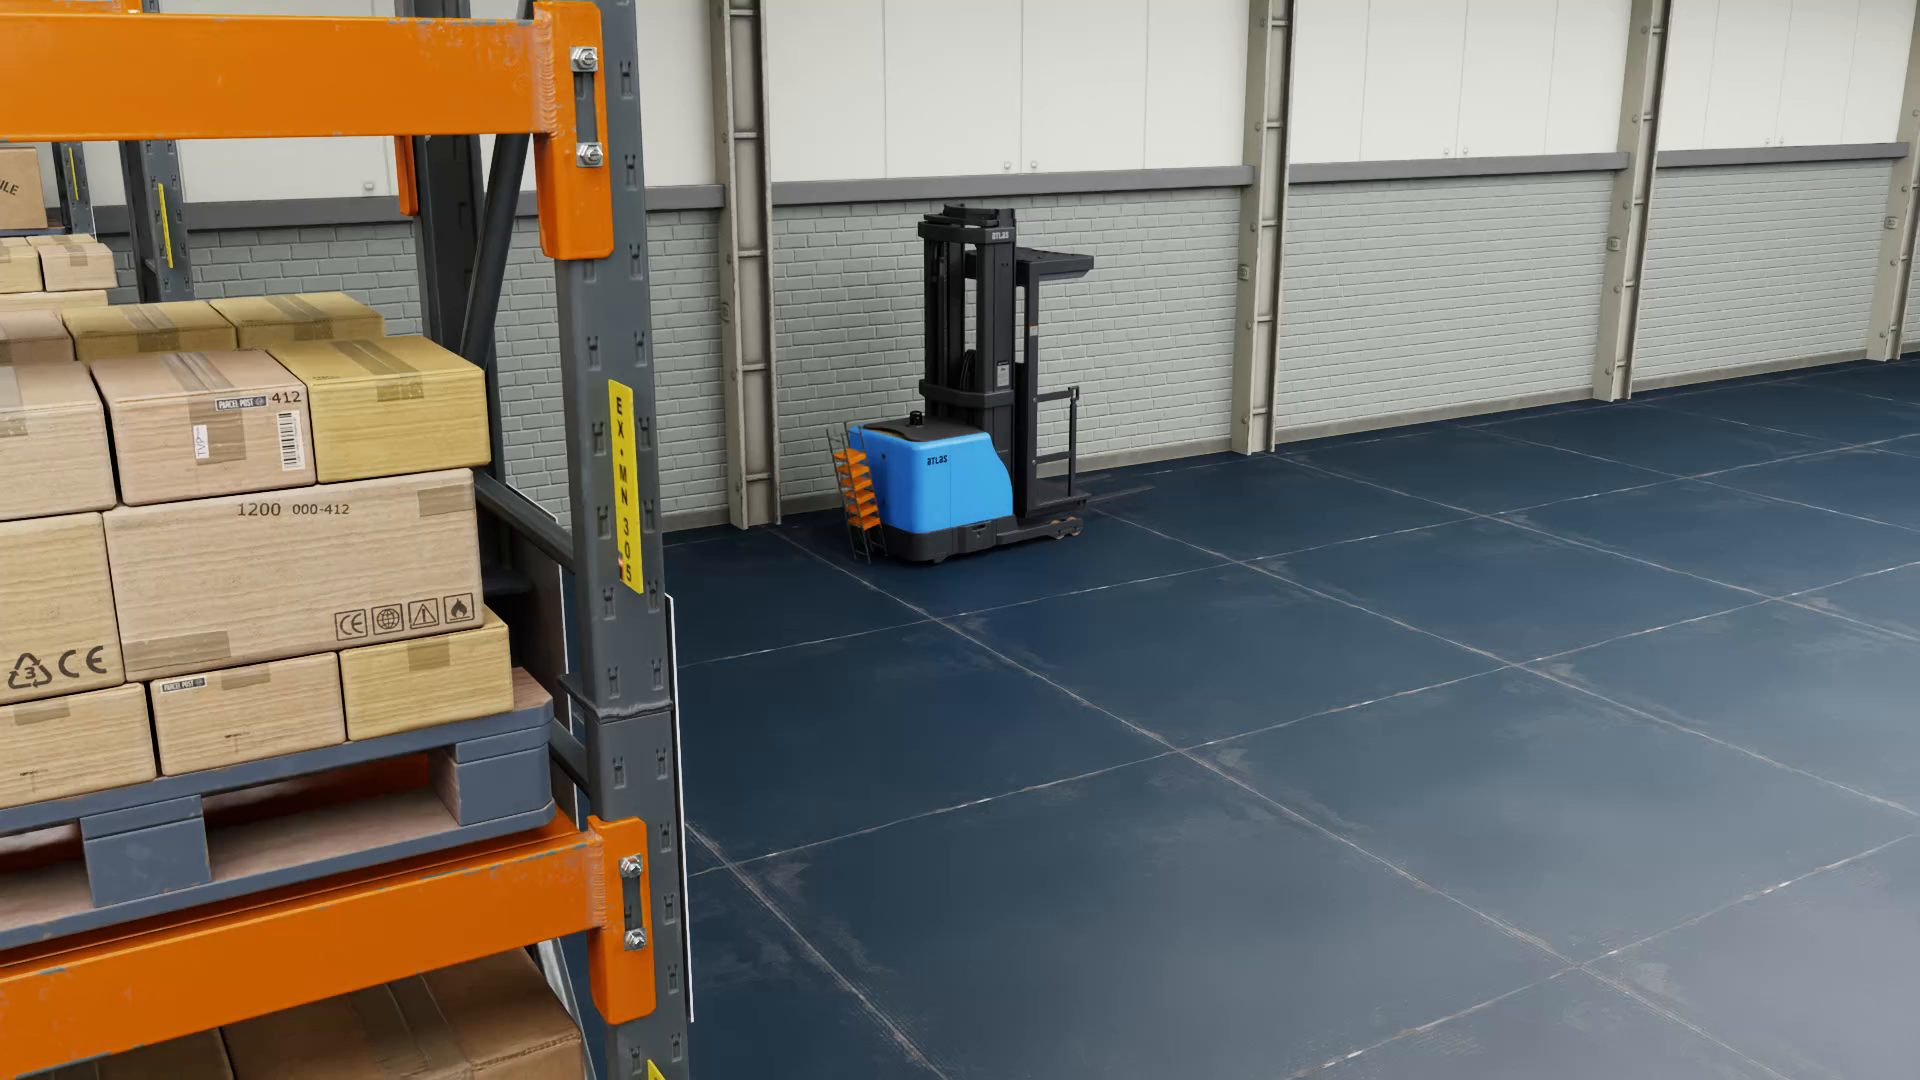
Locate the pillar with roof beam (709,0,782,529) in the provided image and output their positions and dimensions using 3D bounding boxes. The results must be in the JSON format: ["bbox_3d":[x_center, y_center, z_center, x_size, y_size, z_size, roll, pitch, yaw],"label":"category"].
[{"bbox_3d":[0.313,-3.496,10.708,0.400,9.000,9.100,-9,18,-30],"label":"pillar with roof beam"}]

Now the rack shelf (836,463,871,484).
[{"bbox_3d":[-0.903,-0.570,13.989,0.180,0.103,0.258,-26,28,-31],"label":"rack shelf"}]

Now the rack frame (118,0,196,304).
[{"bbox_3d":[-3.427,-2.398,6.792,0.127,3.000,1.000,-9,18,-30],"label":"rack frame"}]

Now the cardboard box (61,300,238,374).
[{"bbox_3d":[-1.456,-0.328,2.991,0.250,0.149,0.380,-9,18,-29],"label":"cardboard box"}]

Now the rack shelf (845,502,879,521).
[{"bbox_3d":[-0.840,-0.246,14.131,0.180,0.103,0.258,-26,28,-31],"label":"rack shelf"}]

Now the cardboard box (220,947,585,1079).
[{"bbox_3d":[-1.129,1.072,3.248,0.550,0.550,0.875,-9,18,-30],"label":"cardboard box"}]

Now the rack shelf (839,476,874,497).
[{"bbox_3d":[-0.882,-0.462,14.037,0.180,0.103,0.258,-26,28,-31],"label":"rack shelf"}]

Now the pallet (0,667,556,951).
[{"bbox_3d":[-1.421,0.326,2.797,1.213,0.211,1.003,-9,18,-30],"label":"pallet"}]

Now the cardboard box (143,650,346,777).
[{"bbox_3d":[-1.118,0.208,2.556,0.250,0.149,0.380,-9,18,-29],"label":"cardboard box"}]

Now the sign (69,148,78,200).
[{"bbox_3d":[-5.719,-2.362,10.728,0.005,0.325,0.100,-9,18,-30],"label":"sign"}]

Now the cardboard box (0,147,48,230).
[{"bbox_3d":[-6.240,-2.282,10.788,0.500,0.500,0.500,-9,18,-28],"label":"cardboard box"}]

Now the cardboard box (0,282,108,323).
[{"bbox_3d":[-3.726,-0.891,6.701,0.500,0.250,0.500,-9,18,-30],"label":"cardboard box"}]

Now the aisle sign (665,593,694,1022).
[{"bbox_3d":[-0.575,0.430,3.003,0.004,0.787,0.394,-9,18,-30],"label":"aisle sign"}]

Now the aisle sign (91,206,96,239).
[{"bbox_3d":[-5.779,-1.850,11.136,0.004,0.787,0.394,-9,18,-30],"label":"aisle sign"}]

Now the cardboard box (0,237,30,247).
[{"bbox_3d":[-4.044,-1.176,6.977,0.250,0.149,0.380,-9,18,-30],"label":"cardboard box"}]

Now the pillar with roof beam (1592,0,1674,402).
[{"bbox_3d":[10.599,-5.164,16.658,0.400,9.000,9.100,-9,18,-30],"label":"pillar with roof beam"}]

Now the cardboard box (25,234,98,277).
[{"bbox_3d":[-3.836,-1.214,7.115,0.250,0.149,0.380,-9,18,-30],"label":"cardboard box"}]

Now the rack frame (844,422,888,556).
[{"bbox_3d":[-0.799,-0.428,14.114,0.006,1.200,0.240,-26,28,-31],"label":"rack frame"}]

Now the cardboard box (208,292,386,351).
[{"bbox_3d":[-1.241,-0.363,3.115,0.250,0.149,0.380,-9,18,-29],"label":"cardboard box"}]

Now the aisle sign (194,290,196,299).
[{"bbox_3d":[-3.224,-0.702,7.042,0.004,0.787,0.394,-9,18,-30],"label":"aisle sign"}]

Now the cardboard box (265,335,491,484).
[{"bbox_3d":[-0.905,-0.210,2.570,0.250,0.149,0.380,-9,18,-29],"label":"cardboard box"}]

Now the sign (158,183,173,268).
[{"bbox_3d":[-3.158,-1.249,6.609,0.005,0.325,0.100,-9,18,-30],"label":"sign"}]

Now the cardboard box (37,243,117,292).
[{"bbox_3d":[-3.564,-1.101,6.712,0.250,0.149,0.380,-9,18,-29],"label":"cardboard box"}]

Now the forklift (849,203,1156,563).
[{"bbox_3d":[0.490,-1.518,14.894,3.031,2.935,1.130,-12,20,-37],"label":"forklift"}]

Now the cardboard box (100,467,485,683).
[{"bbox_3d":[-1.066,-0.011,2.598,0.500,0.250,0.500,-9,18,-29],"label":"cardboard box"}]

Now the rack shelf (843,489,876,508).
[{"bbox_3d":[-0.861,-0.354,14.084,0.180,0.103,0.258,-26,28,-31],"label":"rack shelf"}]

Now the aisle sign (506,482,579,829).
[{"bbox_3d":[-0.884,0.291,3.498,0.004,0.787,0.394,-9,18,-30],"label":"aisle sign"}]

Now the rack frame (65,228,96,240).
[{"bbox_3d":[-5.986,-0.657,11.697,0.127,3.000,1.000,-9,18,-30],"label":"rack frame"}]

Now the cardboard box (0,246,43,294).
[{"bbox_3d":[-3.805,-1.074,6.616,0.250,0.149,0.380,-9,18,-29],"label":"cardboard box"}]

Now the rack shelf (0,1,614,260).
[{"bbox_3d":[-2.505,-0.450,1.916,4.000,0.370,1.077,-9,18,-30],"label":"rack shelf"}]

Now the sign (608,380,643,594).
[{"bbox_3d":[-0.523,-0.083,2.598,0.005,0.325,0.100,-9,18,-30],"label":"sign"}]

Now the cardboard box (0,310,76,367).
[{"bbox_3d":[-1.675,-0.293,2.864,0.250,0.149,0.380,-9,18,-30],"label":"cardboard box"}]

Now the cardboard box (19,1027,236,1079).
[{"bbox_3d":[-1.553,1.170,2.899,0.550,0.550,0.875,-9,18,-30],"label":"cardboard box"}]

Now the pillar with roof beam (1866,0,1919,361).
[{"bbox_3d":[15.742,-5.998,19.634,0.400,9.000,9.100,-9,18,-30],"label":"pillar with roof beam"}]

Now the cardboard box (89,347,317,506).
[{"bbox_3d":[-1.119,-0.176,2.448,0.250,0.149,0.380,-9,18,-29],"label":"cardboard box"}]

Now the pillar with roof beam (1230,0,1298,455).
[{"bbox_3d":[5.456,-4.330,13.683,0.400,9.000,9.100,-9,18,-30],"label":"pillar with roof beam"}]

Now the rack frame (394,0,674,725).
[{"bbox_3d":[-0.791,-1.267,2.756,0.127,3.000,1.000,-9,18,-30],"label":"rack frame"}]

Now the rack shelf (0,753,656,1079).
[{"bbox_3d":[-2.505,0.802,2.267,4.000,0.370,1.077,-9,18,-30],"label":"rack shelf"}]

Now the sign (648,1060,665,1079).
[{"bbox_3d":[-0.523,1.078,2.923,0.005,0.325,0.100,-9,18,-30],"label":"sign"}]

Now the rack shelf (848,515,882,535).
[{"bbox_3d":[-0.820,-0.137,14.179,0.180,0.103,0.258,-26,28,-31],"label":"rack shelf"}]

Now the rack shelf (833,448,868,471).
[{"bbox_3d":[-0.924,-0.679,13.942,0.180,0.103,0.258,-26,28,-31],"label":"rack shelf"}]

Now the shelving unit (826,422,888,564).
[{"bbox_3d":[-0.869,-0.394,14.066,0.189,1.200,0.258,-26,28,-31],"label":"shelving unit"}]

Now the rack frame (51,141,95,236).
[{"bbox_3d":[-5.986,-3.546,10.887,0.127,3.000,1.000,-9,18,-30],"label":"rack frame"}]

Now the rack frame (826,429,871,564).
[{"bbox_3d":[-0.939,-0.360,14.019,0.006,1.200,0.240,-26,28,-31],"label":"rack frame"}]

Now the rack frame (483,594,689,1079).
[{"bbox_3d":[-0.791,1.622,3.566,0.127,3.000,1.000,-9,18,-30],"label":"rack frame"}]

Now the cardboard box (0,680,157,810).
[{"bbox_3d":[-1.337,0.244,2.428,0.250,0.149,0.380,-9,18,-29],"label":"cardboard box"}]

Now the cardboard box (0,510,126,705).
[{"bbox_3d":[-1.496,0.058,2.350,0.500,0.250,0.500,-9,18,-30],"label":"cardboard box"}]

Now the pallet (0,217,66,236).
[{"bbox_3d":[-6.606,-1.967,10.975,1.213,0.211,1.003,-9,18,-30],"label":"pallet"}]

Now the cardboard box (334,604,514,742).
[{"bbox_3d":[-0.901,0.173,2.680,0.250,0.149,0.380,-9,18,-30],"label":"cardboard box"}]

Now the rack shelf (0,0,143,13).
[{"bbox_3d":[-5.141,-1.772,5.898,4.000,0.370,1.077,-9,18,-30],"label":"rack shelf"}]

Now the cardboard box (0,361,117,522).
[{"bbox_3d":[-1.339,-0.140,2.321,0.250,0.149,0.380,-9,18,-29],"label":"cardboard box"}]
